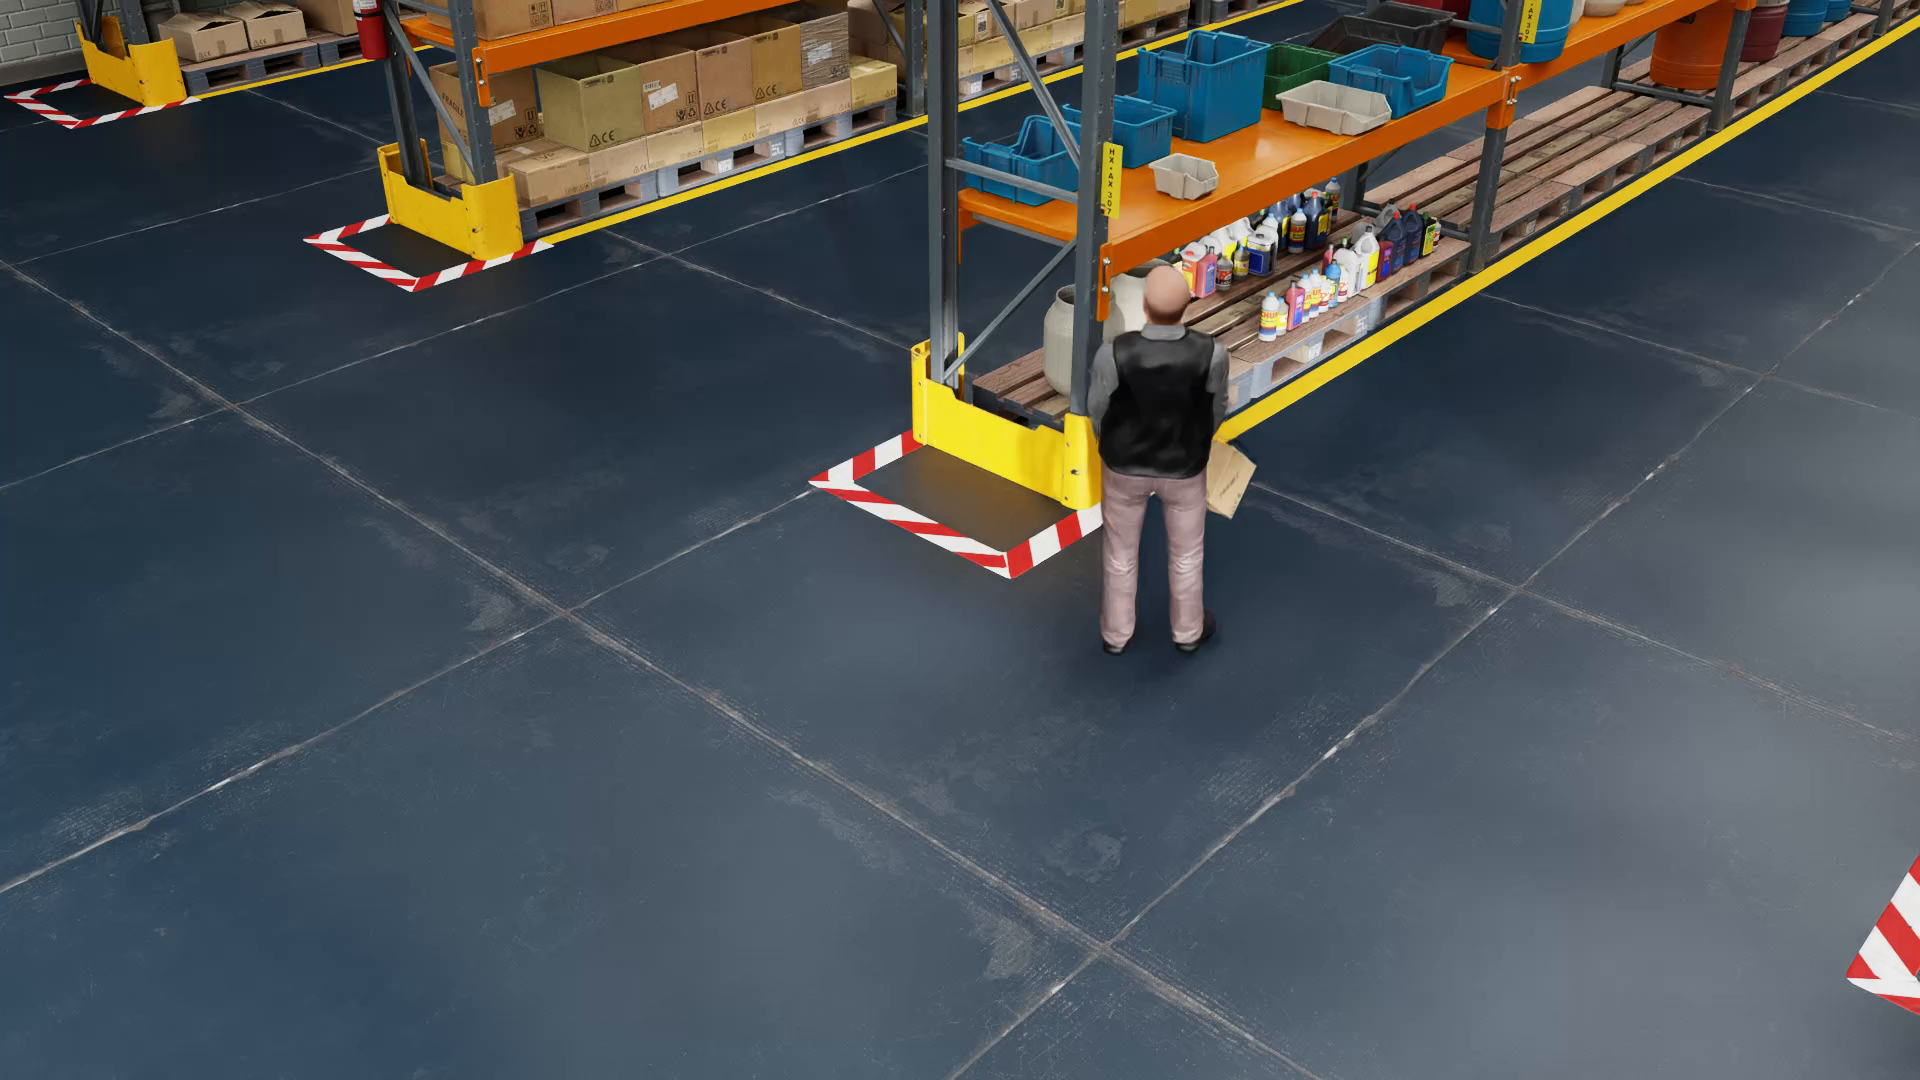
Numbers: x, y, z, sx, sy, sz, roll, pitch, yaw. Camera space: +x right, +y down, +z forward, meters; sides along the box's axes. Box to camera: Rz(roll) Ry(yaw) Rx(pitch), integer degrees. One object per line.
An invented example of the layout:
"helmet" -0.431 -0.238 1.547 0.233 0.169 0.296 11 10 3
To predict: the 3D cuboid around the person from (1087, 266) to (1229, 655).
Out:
"person" 0.795 -0.311 6.647 0.600 1.726 0.458 2 31 3
